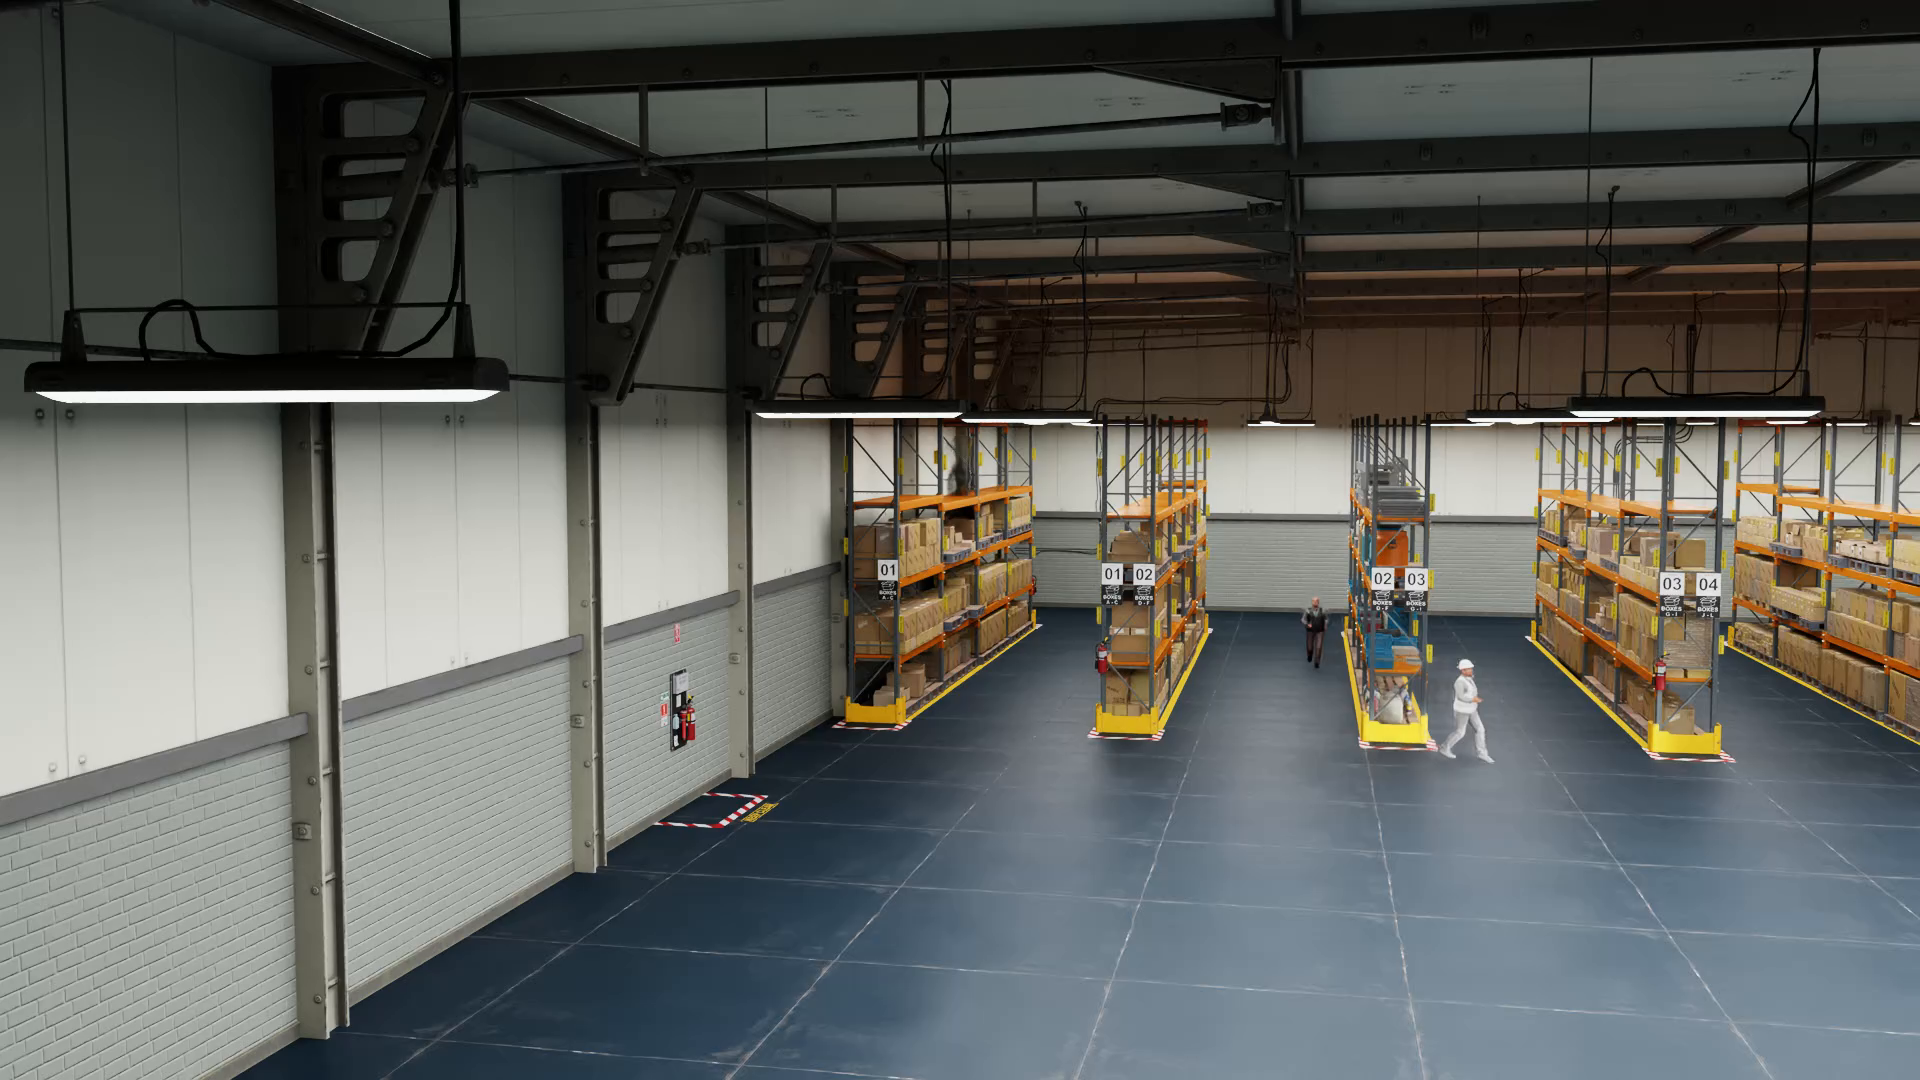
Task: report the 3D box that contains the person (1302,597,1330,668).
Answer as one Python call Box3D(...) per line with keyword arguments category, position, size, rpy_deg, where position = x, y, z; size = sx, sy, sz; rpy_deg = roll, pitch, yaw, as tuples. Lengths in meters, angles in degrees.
Box3D(category="person", position=(8.552, 2.221, 39.990), size=(0.669, 1.684, 0.760), rpy_deg=(1, 4, 9))

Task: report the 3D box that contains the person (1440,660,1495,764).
Box3D(category="person", position=(8.660, 2.933, 28.481), size=(0.917, 1.787, 0.664), rpy_deg=(3, 5, 37))
